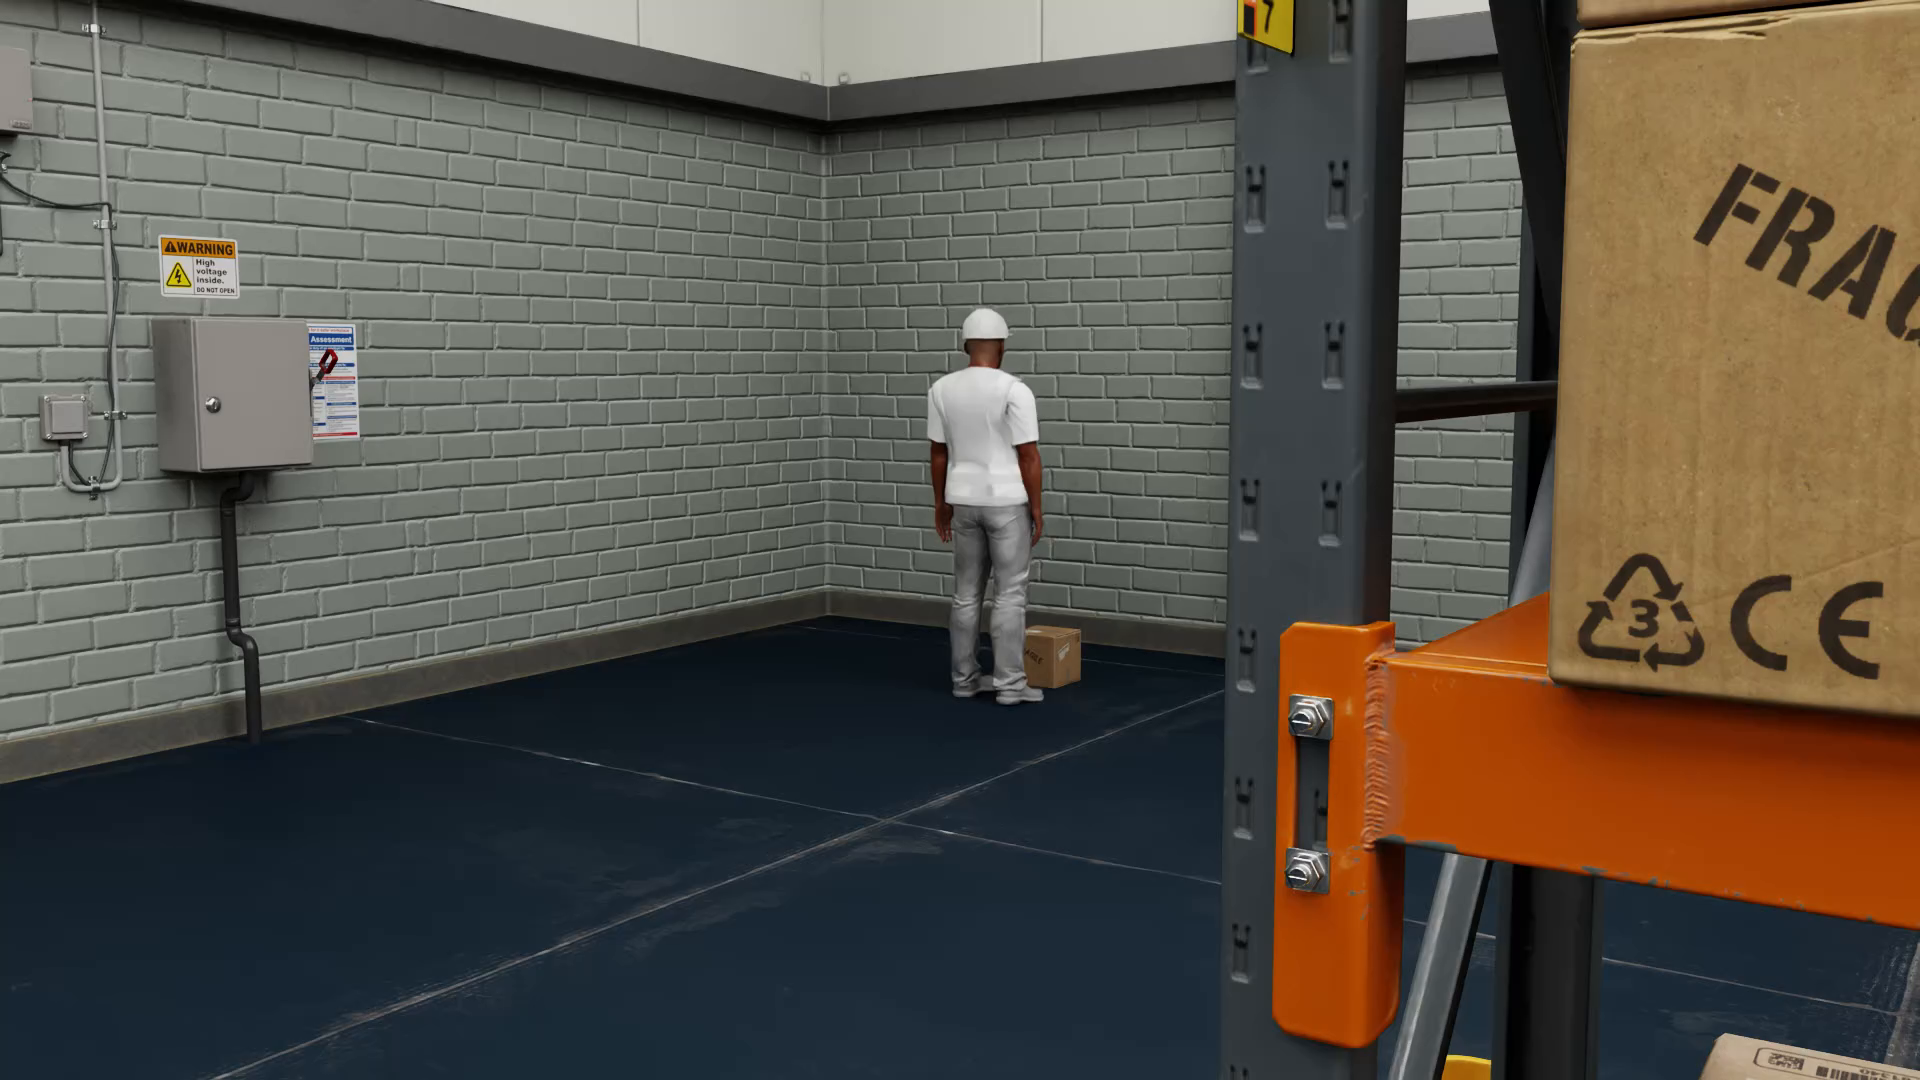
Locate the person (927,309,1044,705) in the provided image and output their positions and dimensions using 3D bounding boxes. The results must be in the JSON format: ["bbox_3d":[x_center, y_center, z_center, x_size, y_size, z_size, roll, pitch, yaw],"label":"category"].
[{"bbox_3d":[0.136,-0.152,7.545,0.576,1.778,0.407,4,8,34],"label":"person"}]
